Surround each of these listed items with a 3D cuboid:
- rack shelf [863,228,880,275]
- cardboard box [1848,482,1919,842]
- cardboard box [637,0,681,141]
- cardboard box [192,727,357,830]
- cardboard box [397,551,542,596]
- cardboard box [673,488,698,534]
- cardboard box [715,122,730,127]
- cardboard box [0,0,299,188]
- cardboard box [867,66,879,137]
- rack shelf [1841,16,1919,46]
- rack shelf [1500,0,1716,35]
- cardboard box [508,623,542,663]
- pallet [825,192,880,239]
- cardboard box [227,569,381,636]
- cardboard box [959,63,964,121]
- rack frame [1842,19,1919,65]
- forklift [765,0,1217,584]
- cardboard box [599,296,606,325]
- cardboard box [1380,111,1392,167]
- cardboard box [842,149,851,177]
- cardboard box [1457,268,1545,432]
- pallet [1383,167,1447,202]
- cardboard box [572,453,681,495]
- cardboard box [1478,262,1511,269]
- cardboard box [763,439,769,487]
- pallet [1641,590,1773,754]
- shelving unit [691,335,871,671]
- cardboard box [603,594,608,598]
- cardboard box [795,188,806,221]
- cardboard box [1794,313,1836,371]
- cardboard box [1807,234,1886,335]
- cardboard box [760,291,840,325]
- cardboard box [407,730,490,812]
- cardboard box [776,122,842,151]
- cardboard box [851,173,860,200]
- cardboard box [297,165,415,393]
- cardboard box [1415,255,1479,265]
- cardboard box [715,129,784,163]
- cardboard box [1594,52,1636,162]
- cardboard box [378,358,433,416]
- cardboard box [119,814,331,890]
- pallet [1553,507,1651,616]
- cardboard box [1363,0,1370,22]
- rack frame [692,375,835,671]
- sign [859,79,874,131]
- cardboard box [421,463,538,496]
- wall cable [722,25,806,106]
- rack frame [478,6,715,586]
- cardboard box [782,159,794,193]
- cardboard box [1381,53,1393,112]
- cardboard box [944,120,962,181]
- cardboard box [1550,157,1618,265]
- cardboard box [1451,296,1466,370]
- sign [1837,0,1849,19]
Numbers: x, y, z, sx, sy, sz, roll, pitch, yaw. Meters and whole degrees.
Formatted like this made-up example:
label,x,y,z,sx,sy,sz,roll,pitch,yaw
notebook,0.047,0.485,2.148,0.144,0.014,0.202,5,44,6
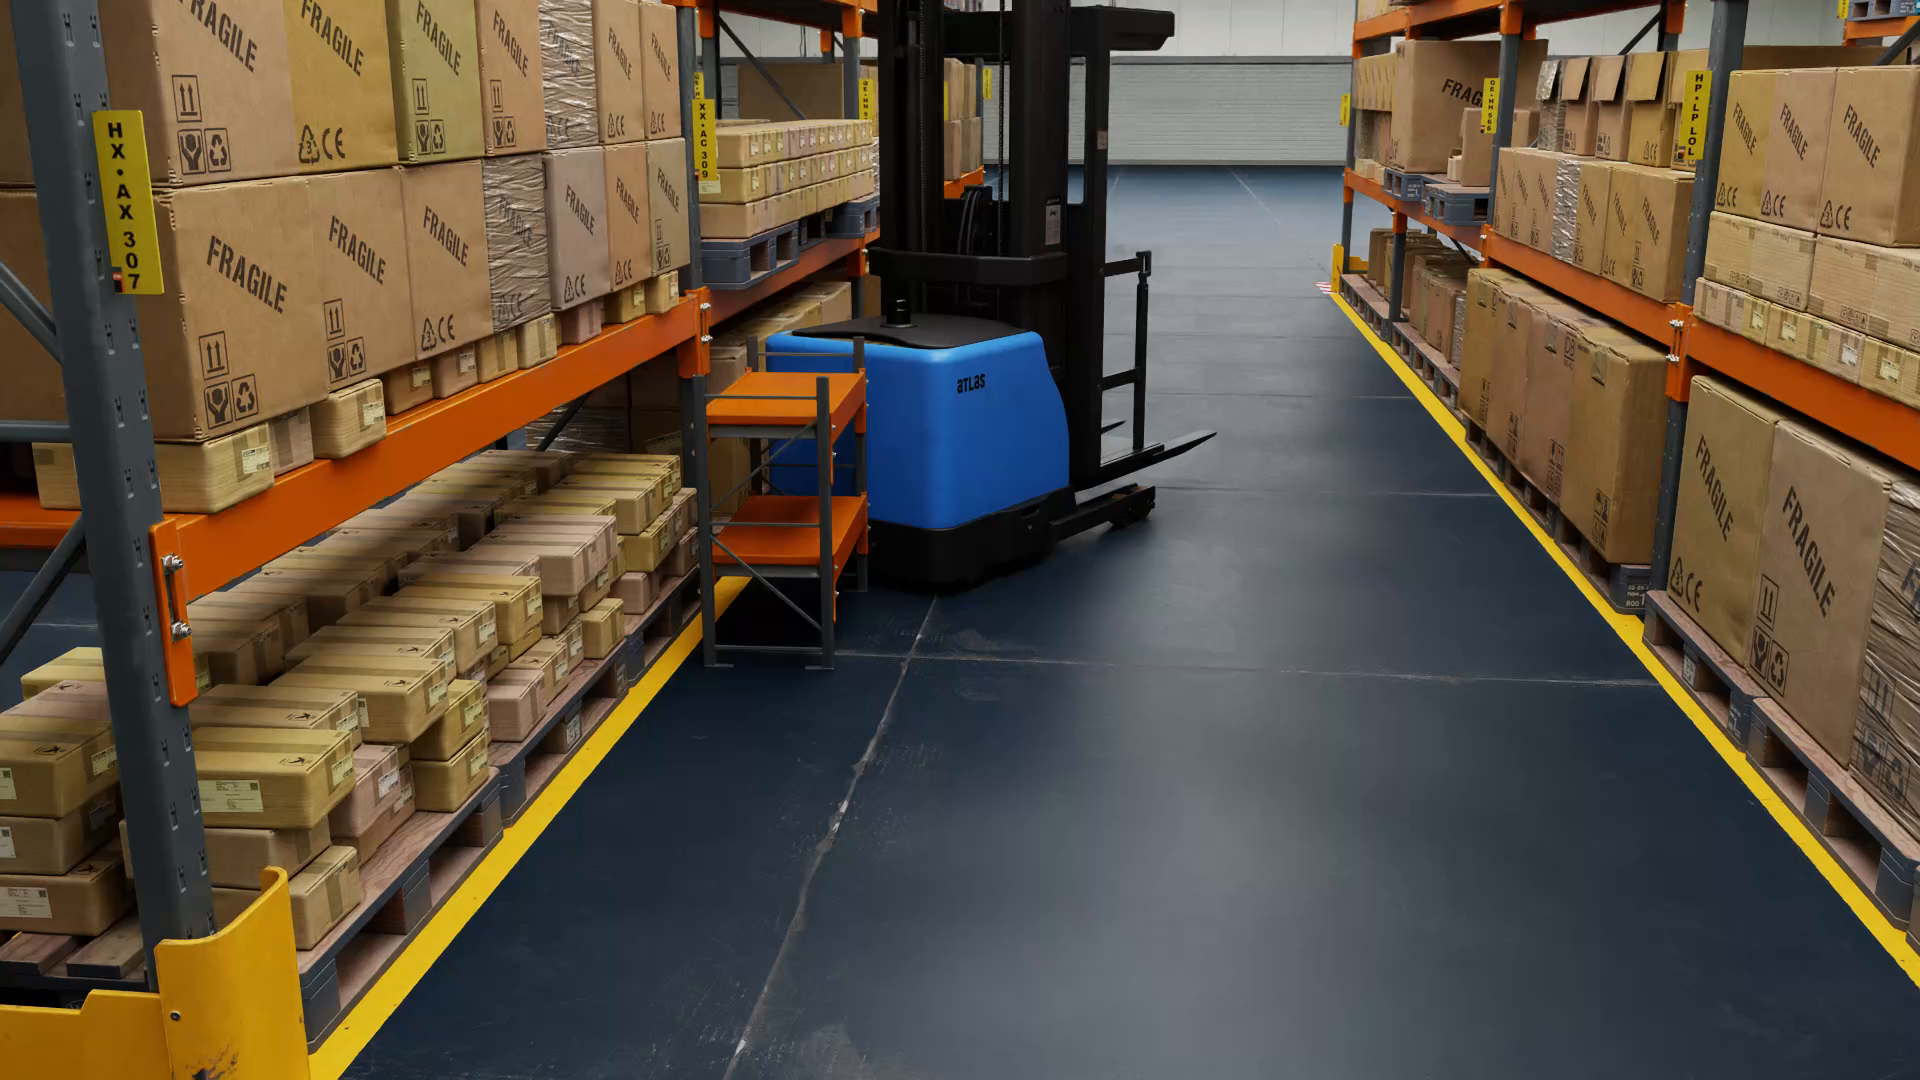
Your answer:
label,x,y,z,sx,sy,sz,roll,pitch,yaw
rack shelf,-0.918,-2.453,12.865,1.077,0.370,4.000,2,15,6
cardboard box,2.965,0.384,4.260,0.875,0.875,0.875,2,15,6
cardboard box,-1.380,-1.789,6.354,0.500,0.500,0.500,1,15,4
cardboard box,-1.650,0.554,3.885,0.380,0.149,0.250,1,15,4
cardboard box,-1.588,0.144,5.401,0.380,0.149,0.250,2,15,6
cardboard box,-1.315,-0.123,6.958,0.380,0.149,0.250,2,15,7
cardboard box,-1.508,-2.264,9.325,0.380,0.149,0.250,2,15,9
cardboard box,-1.732,-0.990,3.399,0.500,0.500,0.500,2,15,6
cardboard box,-0.972,-3.193,12.116,0.700,0.500,0.500,1,15,5
rack shelf,9.371,-4.620,15.134,1.077,0.370,4.000,2,15,6
rack shelf,3.547,-2.691,8.000,1.077,0.370,4.000,2,15,6
cardboard box,-1.604,0.283,5.455,0.380,0.149,0.250,2,15,9
pallet,-1.119,-2.001,10.183,1.213,0.211,1.003,2,15,6
cardboard box,-2.043,0.199,5.198,0.380,0.149,0.250,1,15,4
cardboard box,-0.421,-4.427,16.432,0.875,0.550,0.500,2,15,6
rack frame,9.597,-4.038,17.350,1.000,3.000,0.127,2,15,6
forklift,0.355,-1.550,8.278,1.130,2.935,3.031,10,18,33
cardboard box,-1.503,-0.839,6.001,0.380,0.149,0.250,1,15,5
cardboard box,4.384,-3.715,15.392,0.875,0.500,0.500,2,15,6
cardboard box,-0.832,-2.163,9.520,0.380,0.149,0.250,2,15,6
cardboard box,3.674,-1.108,9.779,1.225,0.875,0.875,1,15,4
pallet,3.993,-2.860,13.360,1.003,0.211,1.213,2,15,6
cardboard box,-1.377,-0.258,6.886,0.380,0.149,0.250,2,15,8
cardboard box,3.868,-1.789,11.542,0.500,0.250,0.500,3,16,13
cardboard box,-1.191,-0.561,8.475,0.500,0.500,0.500,2,15,9
pallet,3.158,0.469,6.022,1.003,0.211,1.213,2,15,6
shelving unit,-0.692,-0.187,6.700,0.538,1.125,1.048,1,15,4
cardboard box,-1.530,0.241,6.180,0.380,0.149,0.250,1,15,5
cardboard box,-0.979,-1.682,8.313,0.380,0.149,0.250,1,15,4
cardboard box,2.842,-0.612,5.162,0.380,0.149,0.250,1,15,5
cardboard box,2.894,-0.765,4.964,0.500,0.250,0.500,2,15,8
cardboard box,-1.007,-1.323,9.856,0.500,0.250,0.500,2,15,7
cardboard box,-1.562,0.642,4.697,0.380,0.149,0.250,2,15,7
cardboard box,-0.863,-2.245,9.254,0.380,0.149,0.250,2,15,6
cardboard box,-0.801,-2.090,9.823,0.380,0.149,0.250,2,15,7
cardboard box,-1.687,-0.646,4.044,0.500,0.500,0.500,2,15,6
cardboard box,4.309,-2.245,14.703,0.500,0.500,0.500,1,15,5
cardboard box,-1.037,-1.840,7.758,0.380,0.149,0.250,2,15,7
cardboard box,3.529,-2.109,8.103,0.797,0.503,0.637,2,15,8
cardboard box,-1.665,-0.436,4.509,0.380,0.149,0.250,2,15,6
cardboard box,-1.733,0.695,3.933,0.380,0.149,0.250,2,15,9
pallet,3.334,0.072,7.491,1.003,0.211,1.213,2,15,6
cardboard box,4.312,-5.308,16.588,0.500,0.250,0.500,1,15,5
rack frame,-0.728,-0.055,6.210,0.500,1.125,0.032,1,15,4
sign,-0.604,-2.789,10.662,0.100,0.325,0.005,2,15,6
cardboard box,-1.930,-0.205,6.690,0.380,0.149,0.250,2,15,9
wall cable,-6.046,-14.370,50.015,3.097,2.526,0.112,2,15,6
rack frame,-1.595,-1.244,7.016,1.000,3.000,0.127,2,15,6
cardboard box,-1.009,-1.759,8.029,0.380,0.149,0.250,1,15,4
cardboard box,4.057,-4.076,14.811,0.500,0.500,0.500,2,15,6
cardboard box,-0.446,-3.767,16.060,0.875,0.550,0.550,2,15,6
cardboard box,3.279,-1.643,8.300,0.500,0.500,0.500,2,15,6
cardboard box,3.878,-1.433,11.663,0.700,0.500,0.500,0,15,2
sign,9.051,-5.508,17.021,0.100,0.325,0.005,2,15,6
